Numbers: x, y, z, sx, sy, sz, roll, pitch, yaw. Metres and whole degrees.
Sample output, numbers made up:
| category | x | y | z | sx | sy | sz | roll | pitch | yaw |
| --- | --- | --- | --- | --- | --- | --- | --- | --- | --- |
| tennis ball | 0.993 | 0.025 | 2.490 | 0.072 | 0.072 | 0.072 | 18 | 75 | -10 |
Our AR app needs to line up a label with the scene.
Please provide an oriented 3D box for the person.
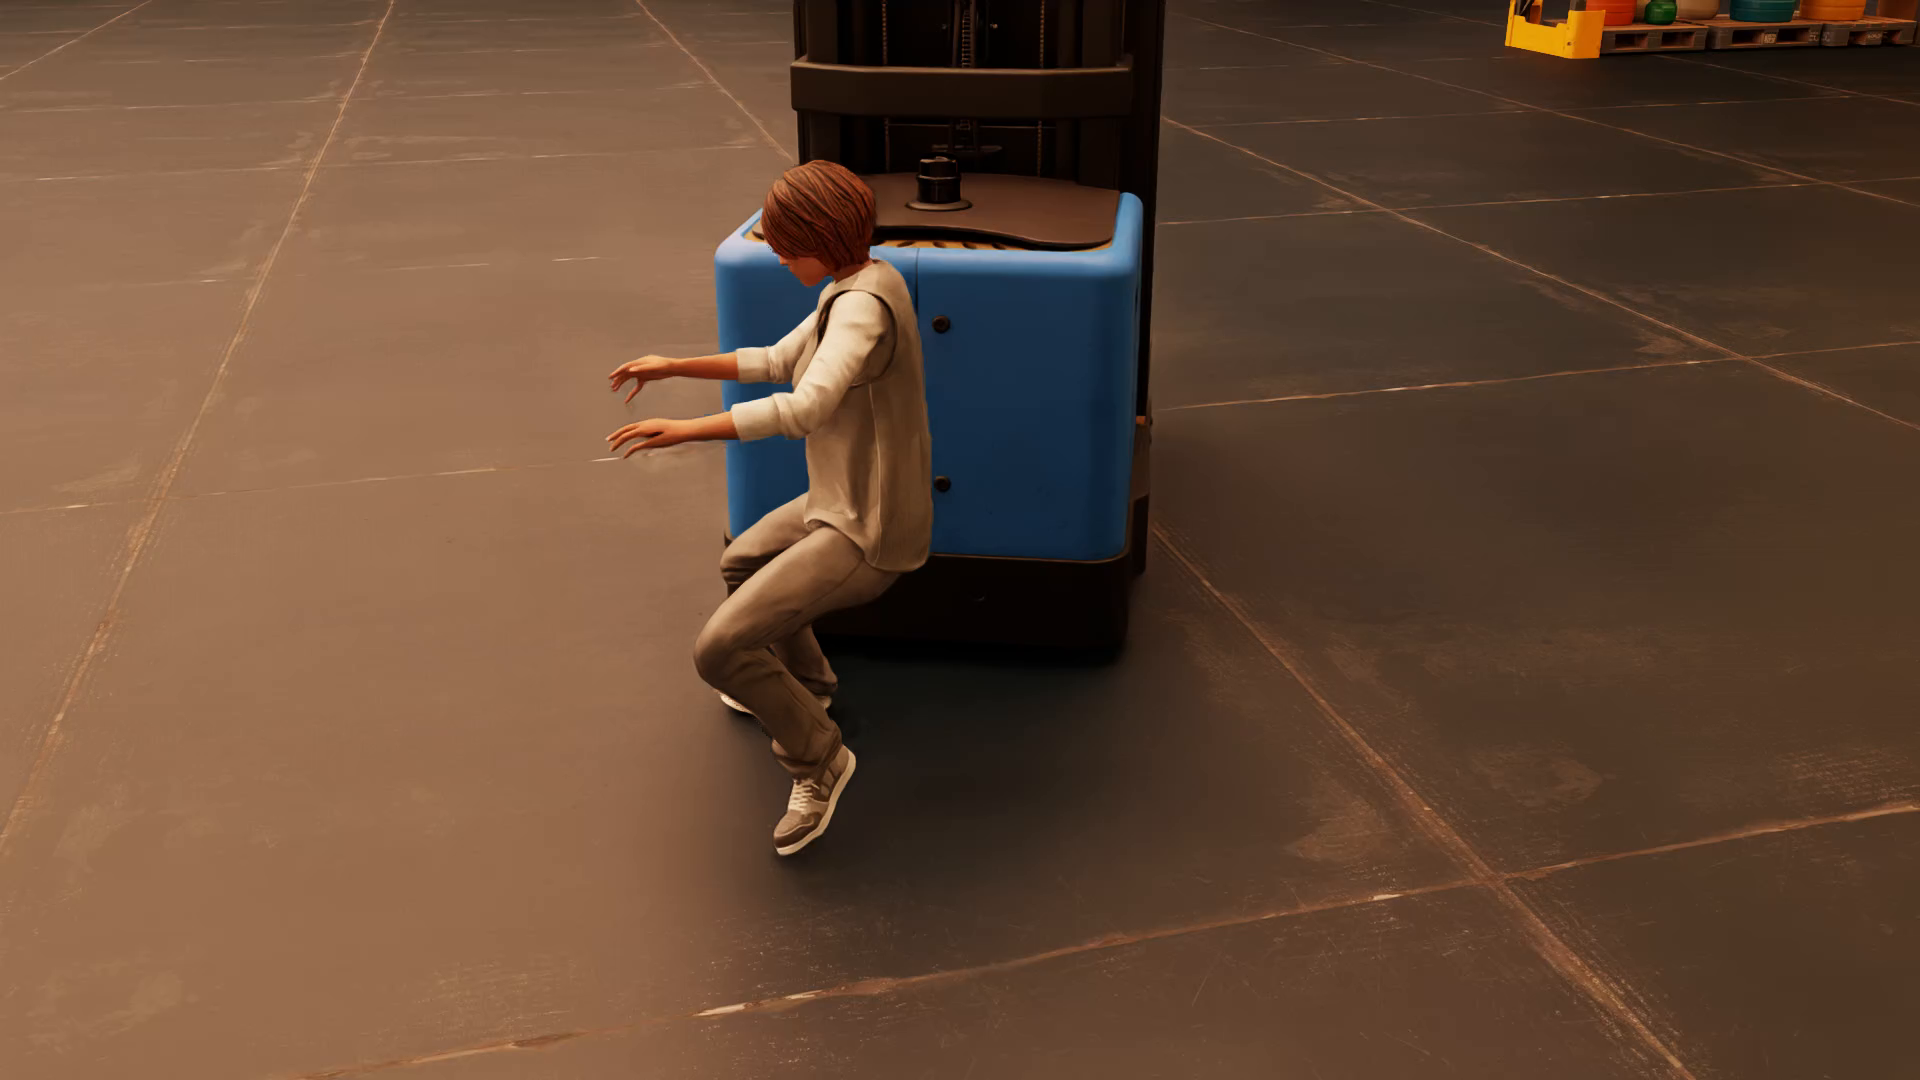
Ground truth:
| category | x | y | z | sx | sy | sz | roll | pitch | yaw |
| --- | --- | --- | --- | --- | --- | --- | --- | --- | --- |
| person | -0.398 | -0.085 | 3.497 | 0.683 | 1.363 | 0.796 | -1 | 23 | -1 |

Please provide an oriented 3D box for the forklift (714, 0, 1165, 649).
| category | x | y | z | sx | sy | sz | roll | pitch | yaw |
| --- | --- | --- | --- | --- | --- | --- | --- | --- | --- |
| forklift | 0.086 | -1.615 | 5.104 | 1.130 | 2.935 | 3.031 | 3 | 23 | 7 |
